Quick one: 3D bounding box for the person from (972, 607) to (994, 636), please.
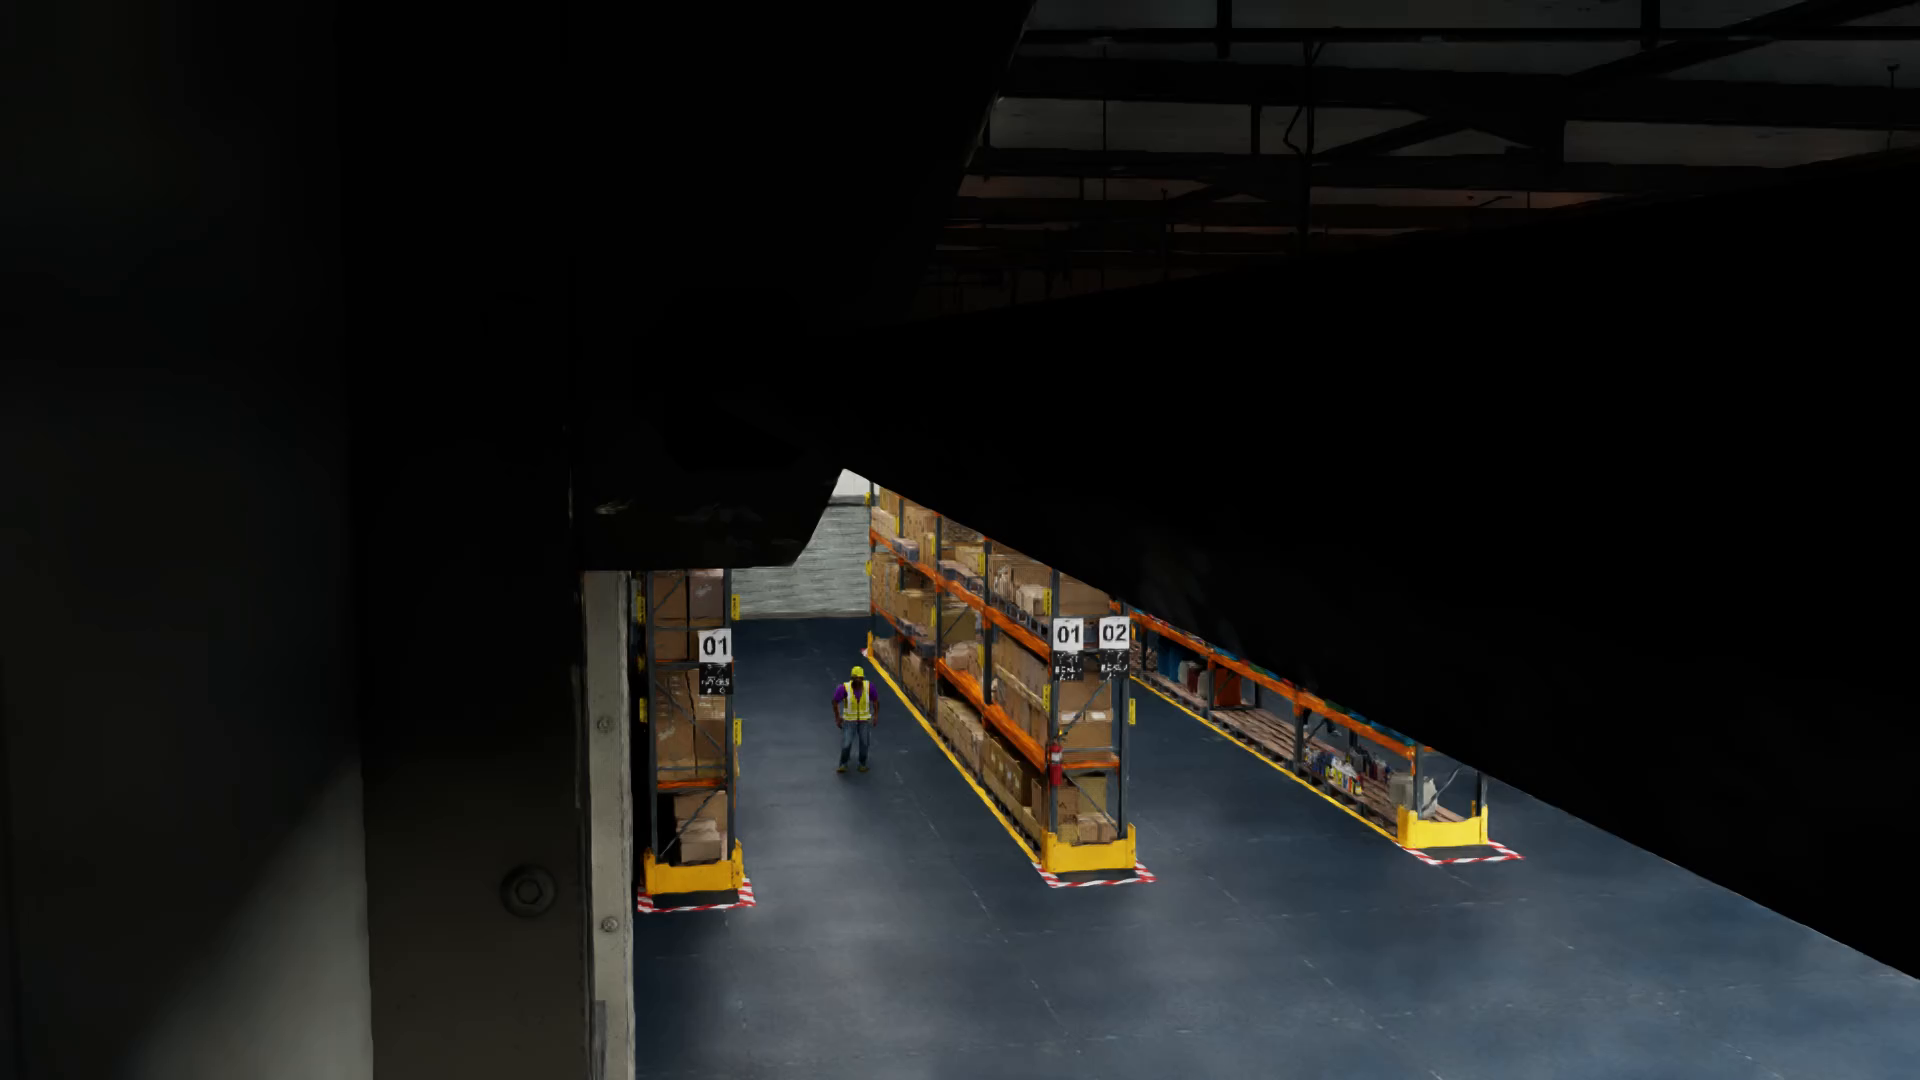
[{"bbox_3d":[0.474,1.848,35.145,0.461,1.626,0.999,-1,6,-12],"label":"person"}]

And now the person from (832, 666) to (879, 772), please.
[{"bbox_3d":[-1.617,2.788,25.870,0.719,1.714,0.578,-1,6,-12],"label":"person"}]

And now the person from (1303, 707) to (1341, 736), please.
[{"bbox_3d":[6.177,2.572,28.594,0.411,1.533,0.957,-2,6,-20],"label":"person"}]
